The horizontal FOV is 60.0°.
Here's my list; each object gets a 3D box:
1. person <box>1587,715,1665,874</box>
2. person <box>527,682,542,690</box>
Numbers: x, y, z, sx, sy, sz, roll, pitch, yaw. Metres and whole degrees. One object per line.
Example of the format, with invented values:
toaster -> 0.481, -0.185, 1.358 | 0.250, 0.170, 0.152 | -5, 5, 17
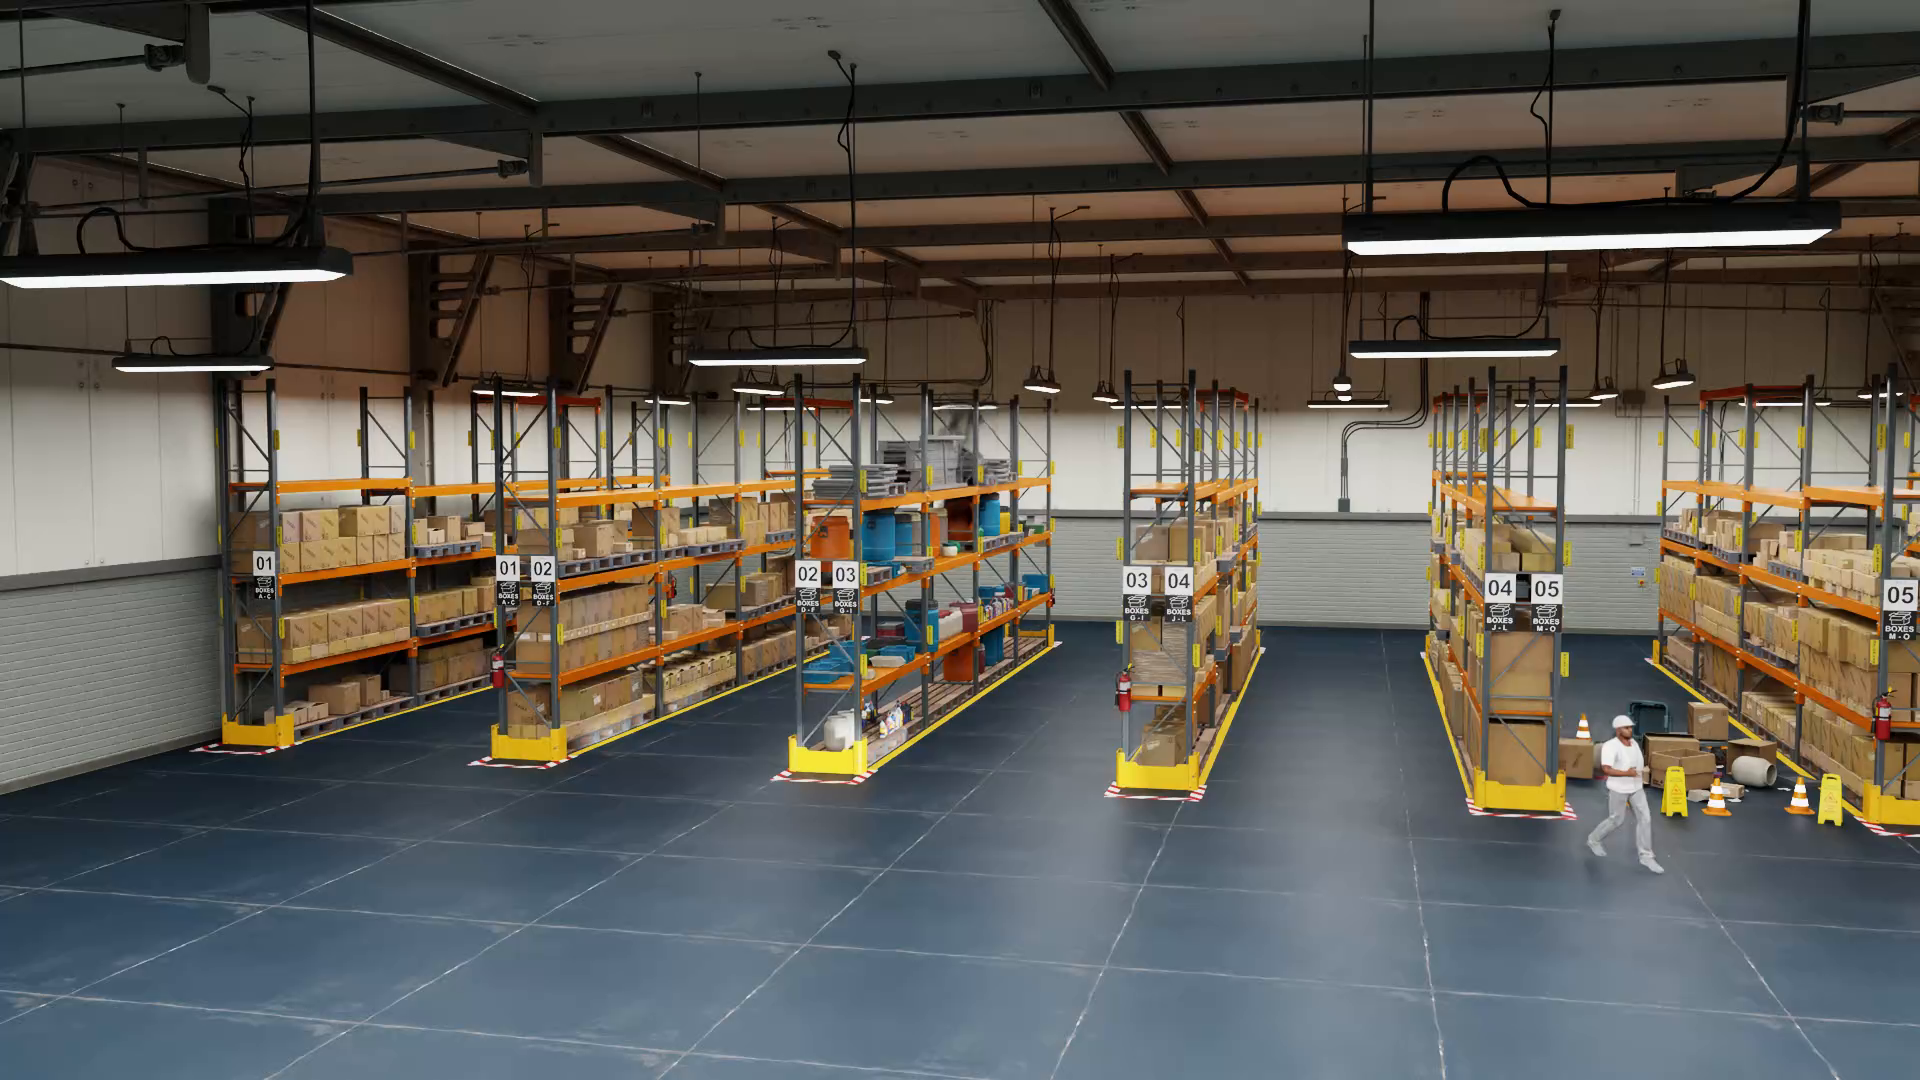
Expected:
person -> 7.828, 2.943, 19.522 | 0.707, 1.773, 0.967 | -2, 4, -26
person -> -7.752, 2.274, 30.818 | 0.710, 1.757, 0.563 | 1, 3, 10
